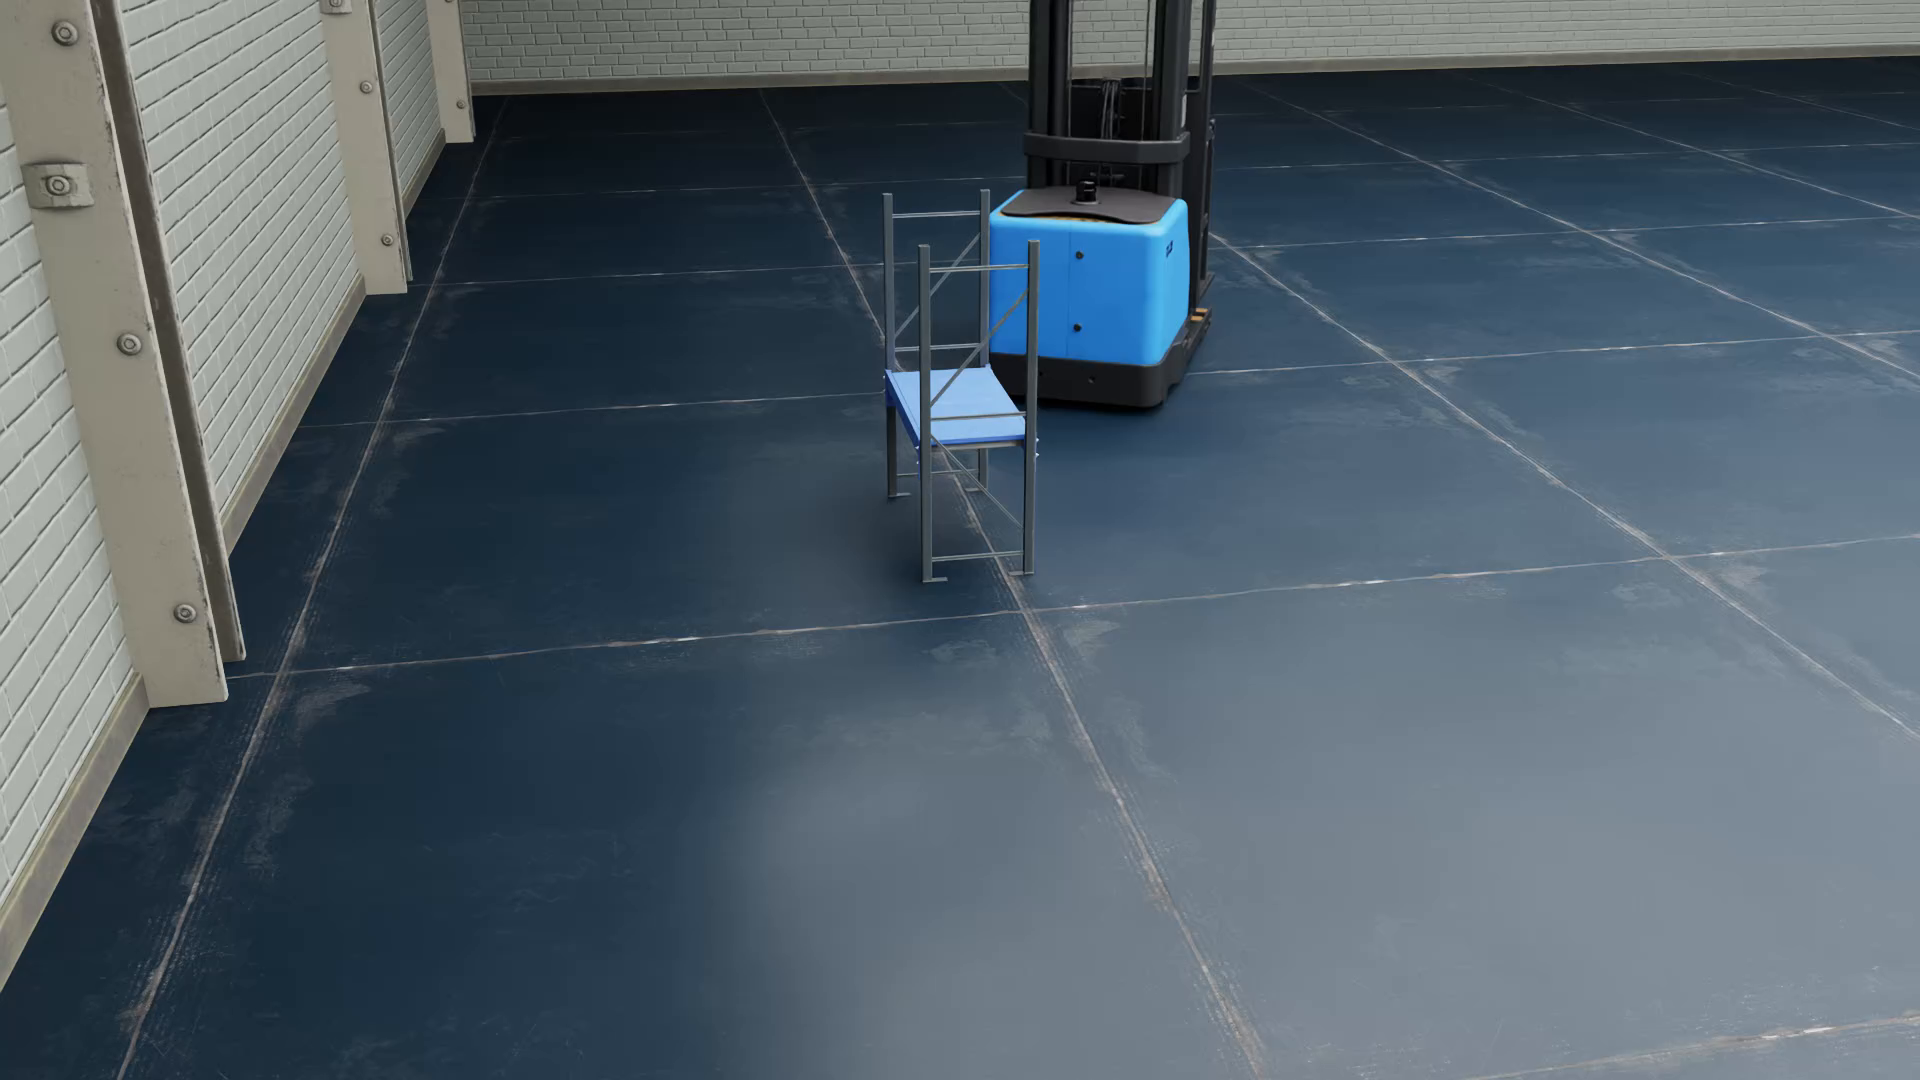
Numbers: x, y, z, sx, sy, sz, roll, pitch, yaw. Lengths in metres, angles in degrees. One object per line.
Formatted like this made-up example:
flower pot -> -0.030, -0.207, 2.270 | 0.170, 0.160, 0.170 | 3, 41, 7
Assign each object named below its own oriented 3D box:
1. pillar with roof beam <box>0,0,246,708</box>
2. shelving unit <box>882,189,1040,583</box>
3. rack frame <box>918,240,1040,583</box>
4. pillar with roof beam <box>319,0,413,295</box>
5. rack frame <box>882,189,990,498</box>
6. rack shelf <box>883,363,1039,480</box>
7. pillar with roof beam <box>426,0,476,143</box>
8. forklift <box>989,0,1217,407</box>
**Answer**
pillar with roof beam -> 1.242, -3.894, 5.423 | 9.100, 9.000, 0.400 | -4, 24, -10
shelving unit -> -0.016, -0.721, 7.527 | 0.538, 1.500, 1.048 | -4, 24, -10
rack frame -> 0.078, -0.521, 7.069 | 0.500, 1.500, 0.032 | -4, 24, -10
pillar with roof beam -> 0.132, -6.254, 10.826 | 9.100, 9.000, 0.400 | -4, 24, -10
rack frame -> -0.110, -0.921, 7.984 | 0.500, 1.500, 0.032 | -4, 24, -10
rack shelf -> -0.016, -0.556, 7.599 | 0.538, 0.185, 1.000 | -4, 24, -10
pillar with roof beam -> -0.977, -8.614, 16.230 | 9.100, 9.000, 0.400 | -4, 24, -10
forklift -> 1.014, -2.648, 10.151 | 1.130, 2.935, 3.031 | 7, 24, 15
